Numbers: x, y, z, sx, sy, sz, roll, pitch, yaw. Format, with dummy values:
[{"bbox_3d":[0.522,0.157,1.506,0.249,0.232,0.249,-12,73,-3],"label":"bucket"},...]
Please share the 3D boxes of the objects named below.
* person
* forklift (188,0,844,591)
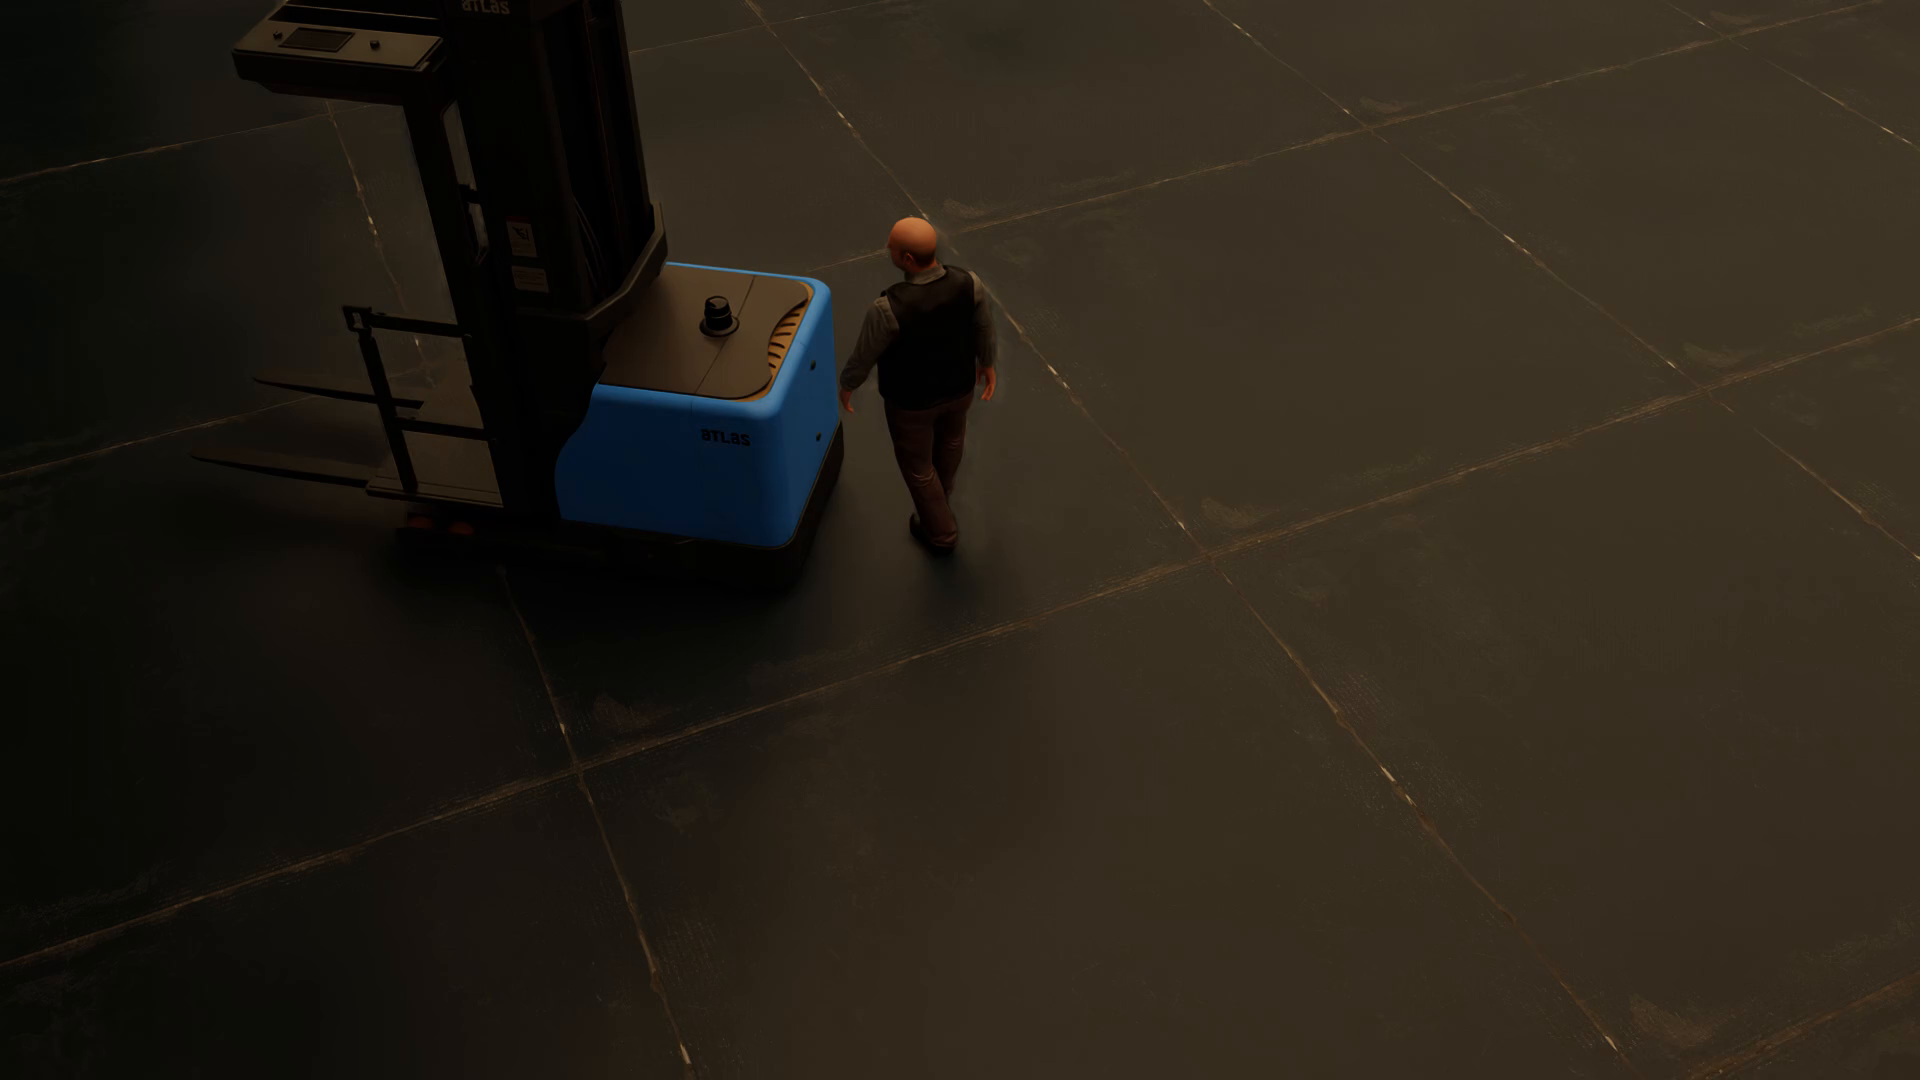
[{"bbox_3d":[-0.210,-0.721,7.360,0.692,1.712,0.602,-22,47,-22],"label":"person"},{"bbox_3d":[-2.138,-1.341,7.117,3.031,2.935,1.130,8,44,8],"label":"forklift"}]
